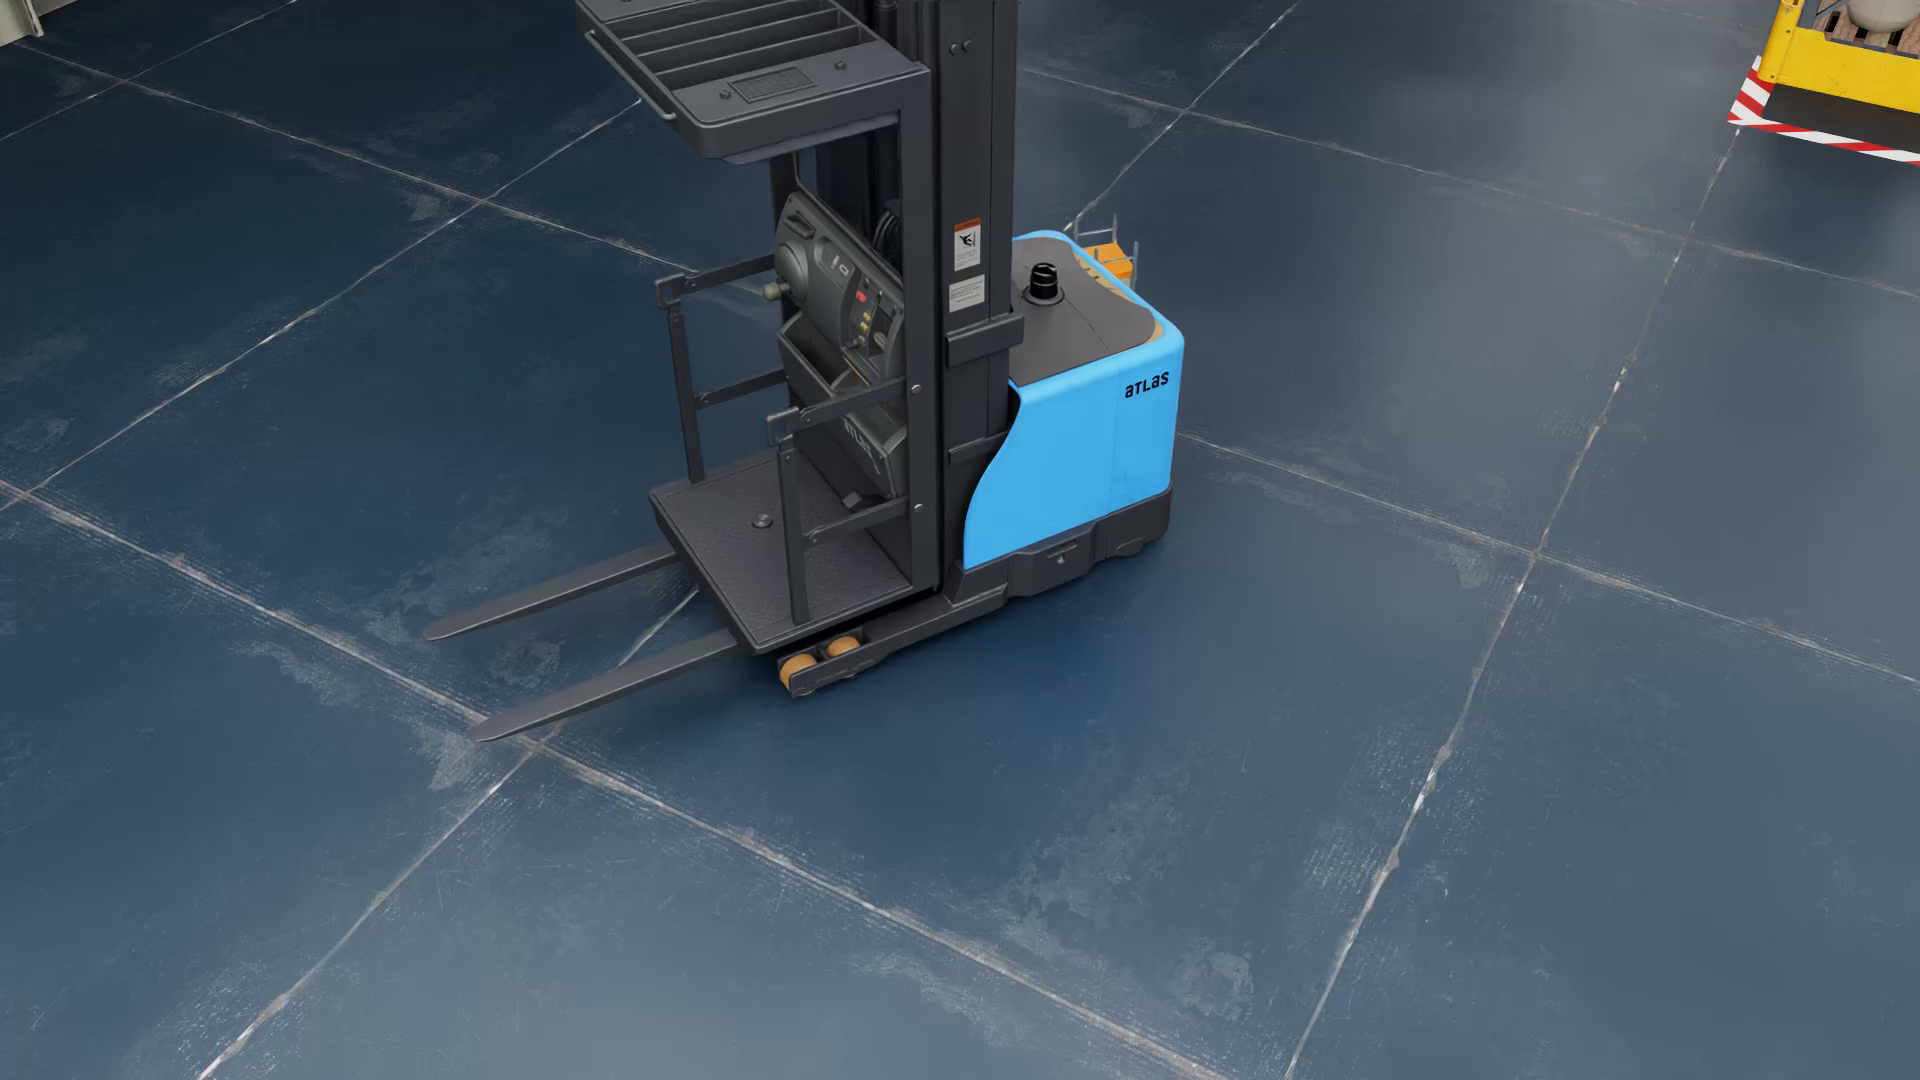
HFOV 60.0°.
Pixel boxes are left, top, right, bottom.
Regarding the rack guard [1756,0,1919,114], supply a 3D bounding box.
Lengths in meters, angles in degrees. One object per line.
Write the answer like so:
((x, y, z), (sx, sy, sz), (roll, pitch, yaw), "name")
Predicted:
((5.648, -3.026, 10.308), (1.175, 0.500, 0.348), (21, 45, 22), "rack guard")

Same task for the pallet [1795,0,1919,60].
((6.059, -3.381, 10.929), (1.003, 0.211, 1.213), (21, 45, 22), "pallet")

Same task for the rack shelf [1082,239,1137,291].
((0.630, -1.143, 7.340), (0.215, 0.259, 0.240), (-12, 43, -13), "rack shelf")

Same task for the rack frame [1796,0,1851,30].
((5.651, -3.905, 9.415), (1.000, 3.000, 0.127), (21, 45, 22), "rack frame")

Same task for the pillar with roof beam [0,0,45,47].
((-2.601, -5.263, 6.417), (9.100, 9.000, 0.400), (21, 45, 22), "pillar with roof beam")

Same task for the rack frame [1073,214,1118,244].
((0.593, -1.014, 7.608), (0.200, 1.050, 0.008), (-12, 43, -13), "rack frame")

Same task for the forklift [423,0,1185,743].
((-0.628, -0.888, 6.040), (3.031, 2.935, 1.130), (-21, 46, -22), "forklift")

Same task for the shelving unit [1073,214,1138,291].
((0.630, -0.938, 7.520), (0.215, 1.050, 0.252), (-12, 43, -13), "shelving unit")

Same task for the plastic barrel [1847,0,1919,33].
((5.914, -3.531, 10.555), (0.421, 0.512, 0.421), (0, 41, 0), "plastic barrel")

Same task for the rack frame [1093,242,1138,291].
((0.666, -0.861, 7.433), (0.200, 1.050, 0.008), (-12, 43, -13), "rack frame")
